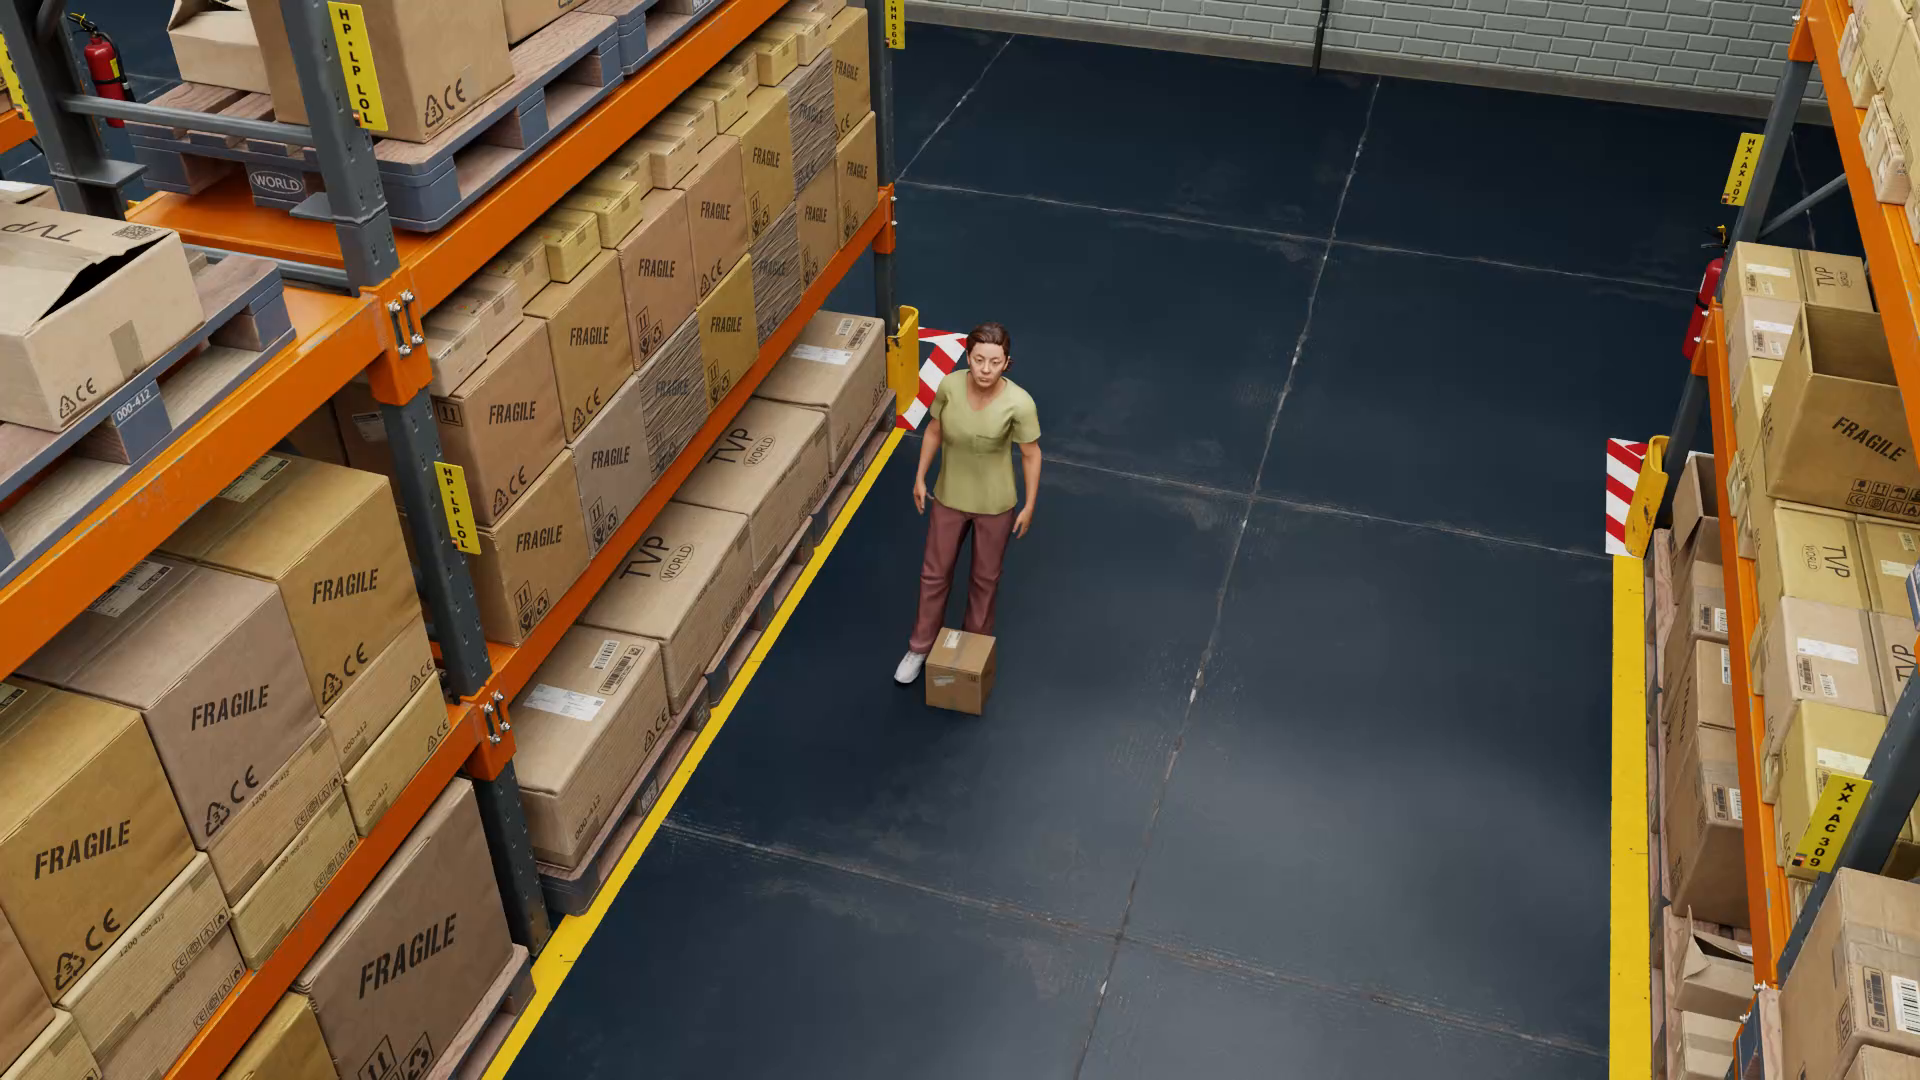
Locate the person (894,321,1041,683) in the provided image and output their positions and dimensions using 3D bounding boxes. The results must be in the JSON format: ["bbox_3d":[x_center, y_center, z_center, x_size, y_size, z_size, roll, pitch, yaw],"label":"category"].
[{"bbox_3d":[0.038,-0.129,7.045,0.553,1.673,0.547,11,38,14],"label":"person"}]
